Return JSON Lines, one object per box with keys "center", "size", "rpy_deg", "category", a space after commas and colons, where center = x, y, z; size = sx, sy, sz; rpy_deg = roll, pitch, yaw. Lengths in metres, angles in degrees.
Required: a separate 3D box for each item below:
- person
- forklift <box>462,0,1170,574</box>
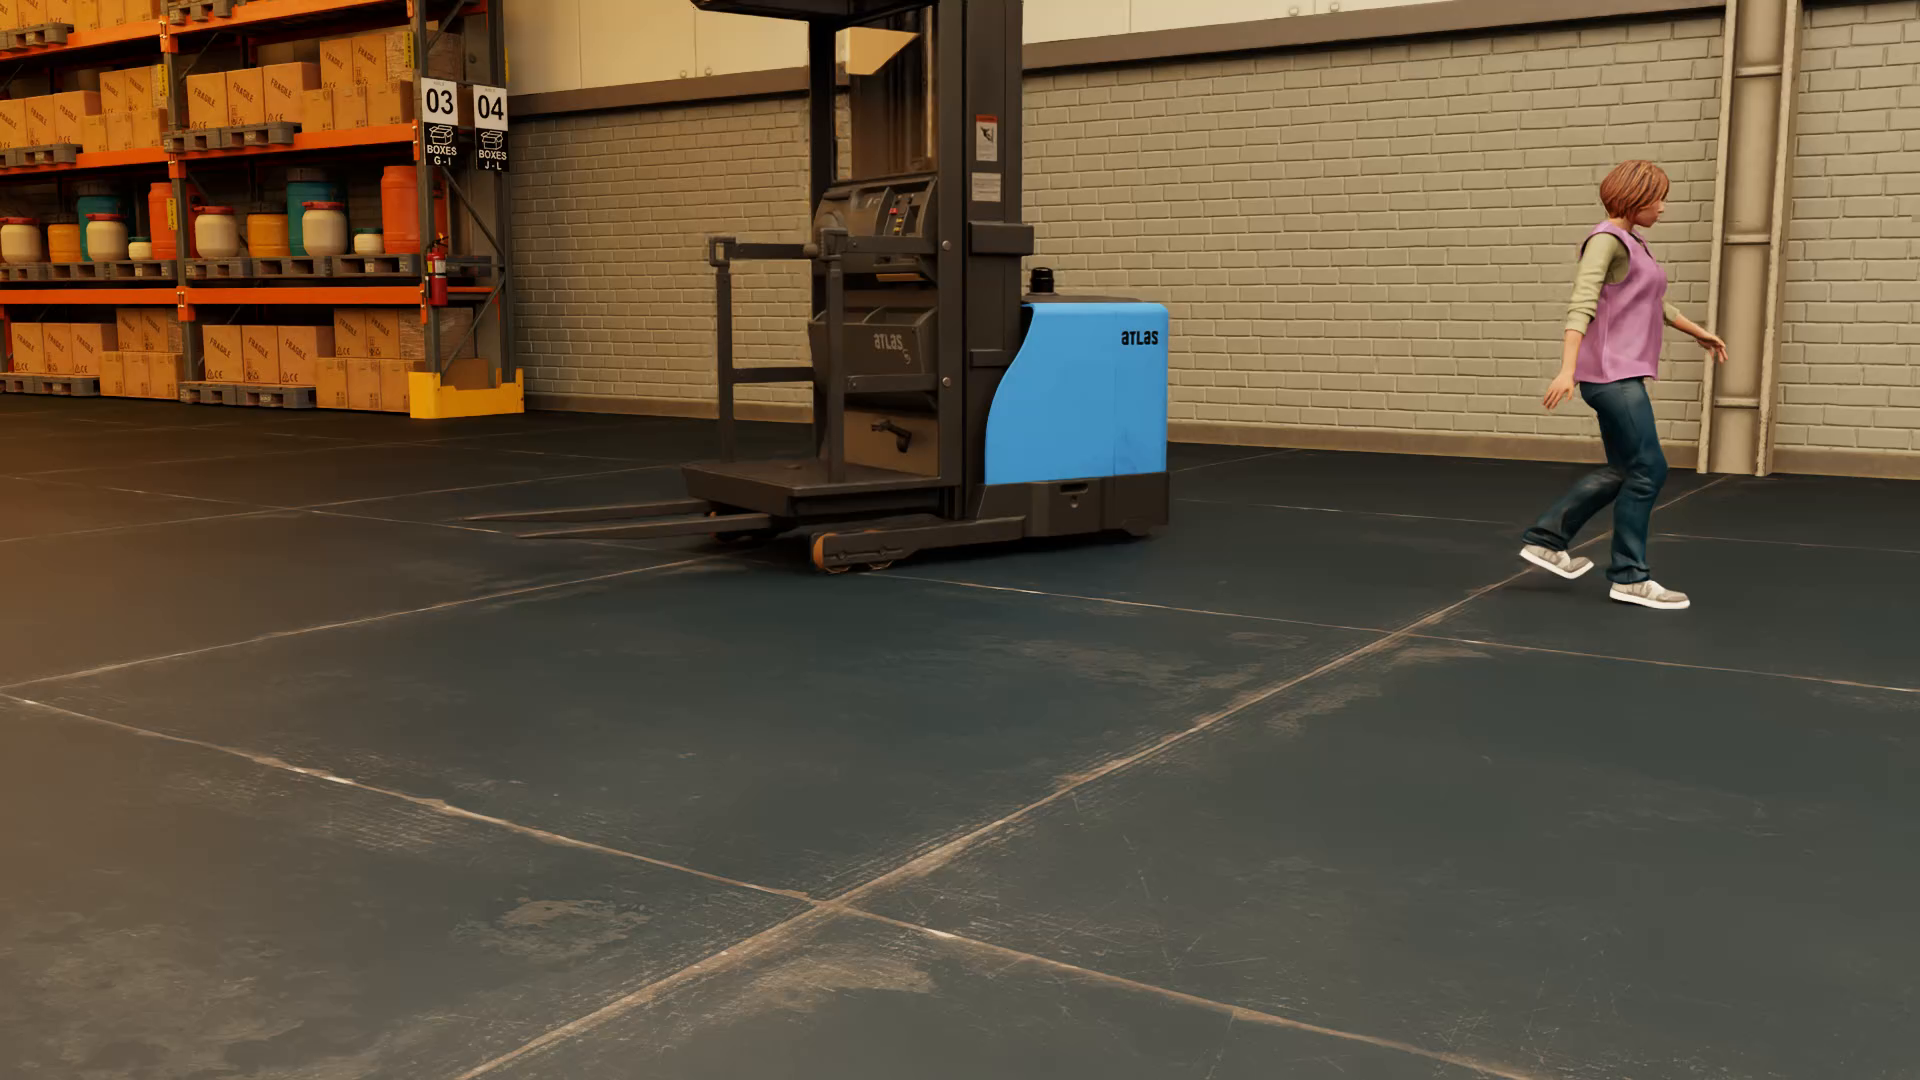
{"center": [2.363, -0.556, 5.966], "size": [0.658, 1.576, 0.757], "rpy_deg": [4, 9, 28], "category": "person"}
{"center": [-0.549, -1.399, 7.034], "size": [3.031, 2.935, 1.130], "rpy_deg": [-5, 10, -33], "category": "forklift"}
